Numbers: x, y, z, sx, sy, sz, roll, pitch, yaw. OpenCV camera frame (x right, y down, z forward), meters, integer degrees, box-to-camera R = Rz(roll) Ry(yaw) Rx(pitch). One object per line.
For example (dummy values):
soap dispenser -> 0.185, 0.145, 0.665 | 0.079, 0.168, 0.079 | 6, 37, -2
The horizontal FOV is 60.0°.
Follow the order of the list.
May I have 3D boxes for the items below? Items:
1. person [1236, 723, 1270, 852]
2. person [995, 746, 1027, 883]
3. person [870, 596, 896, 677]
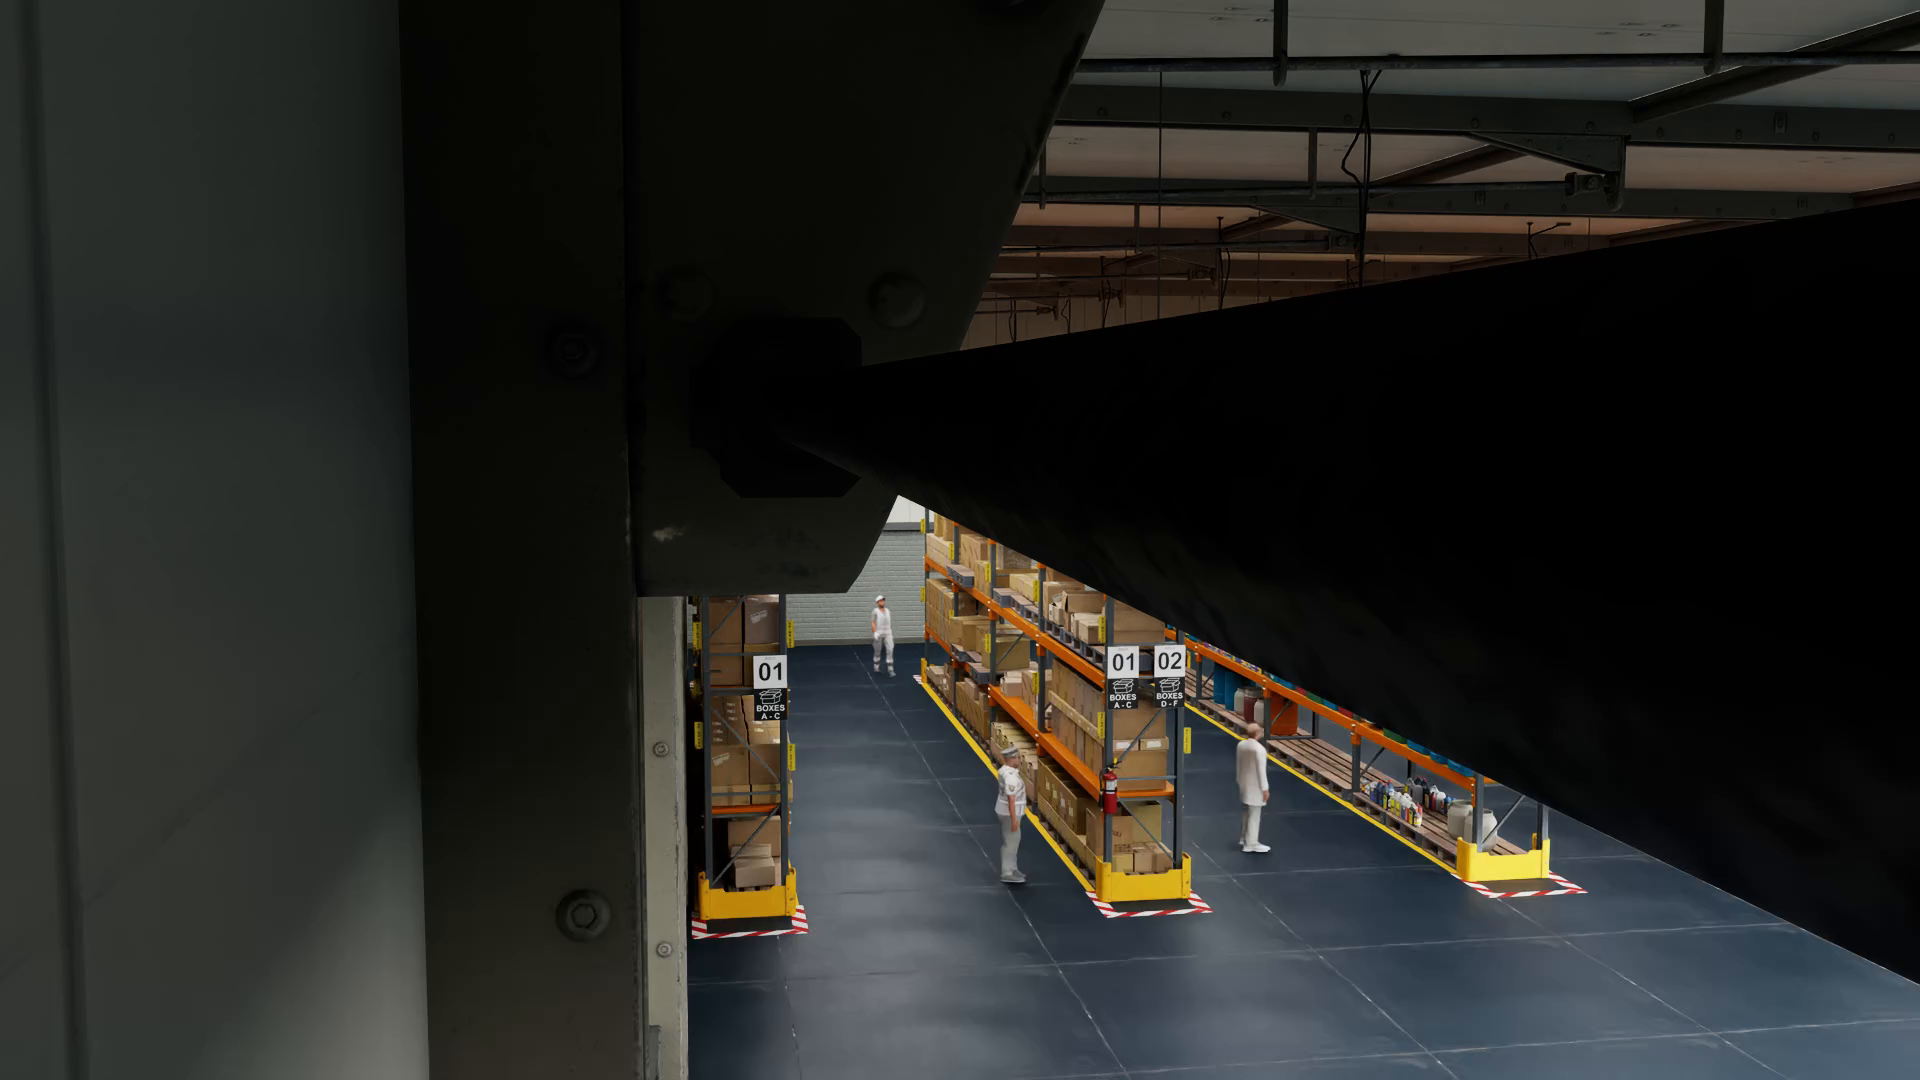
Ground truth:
person -> 4.118, 3.436, 23.052 | 0.464, 1.818, 0.679 | -2, 5, -23
person -> 0.691, 3.578, 21.572 | 0.454, 1.815, 0.592 | 0, 5, -5
person -> -1.733, 2.154, 37.424 | 0.546, 1.756, 0.877 | -1, 5, -16
